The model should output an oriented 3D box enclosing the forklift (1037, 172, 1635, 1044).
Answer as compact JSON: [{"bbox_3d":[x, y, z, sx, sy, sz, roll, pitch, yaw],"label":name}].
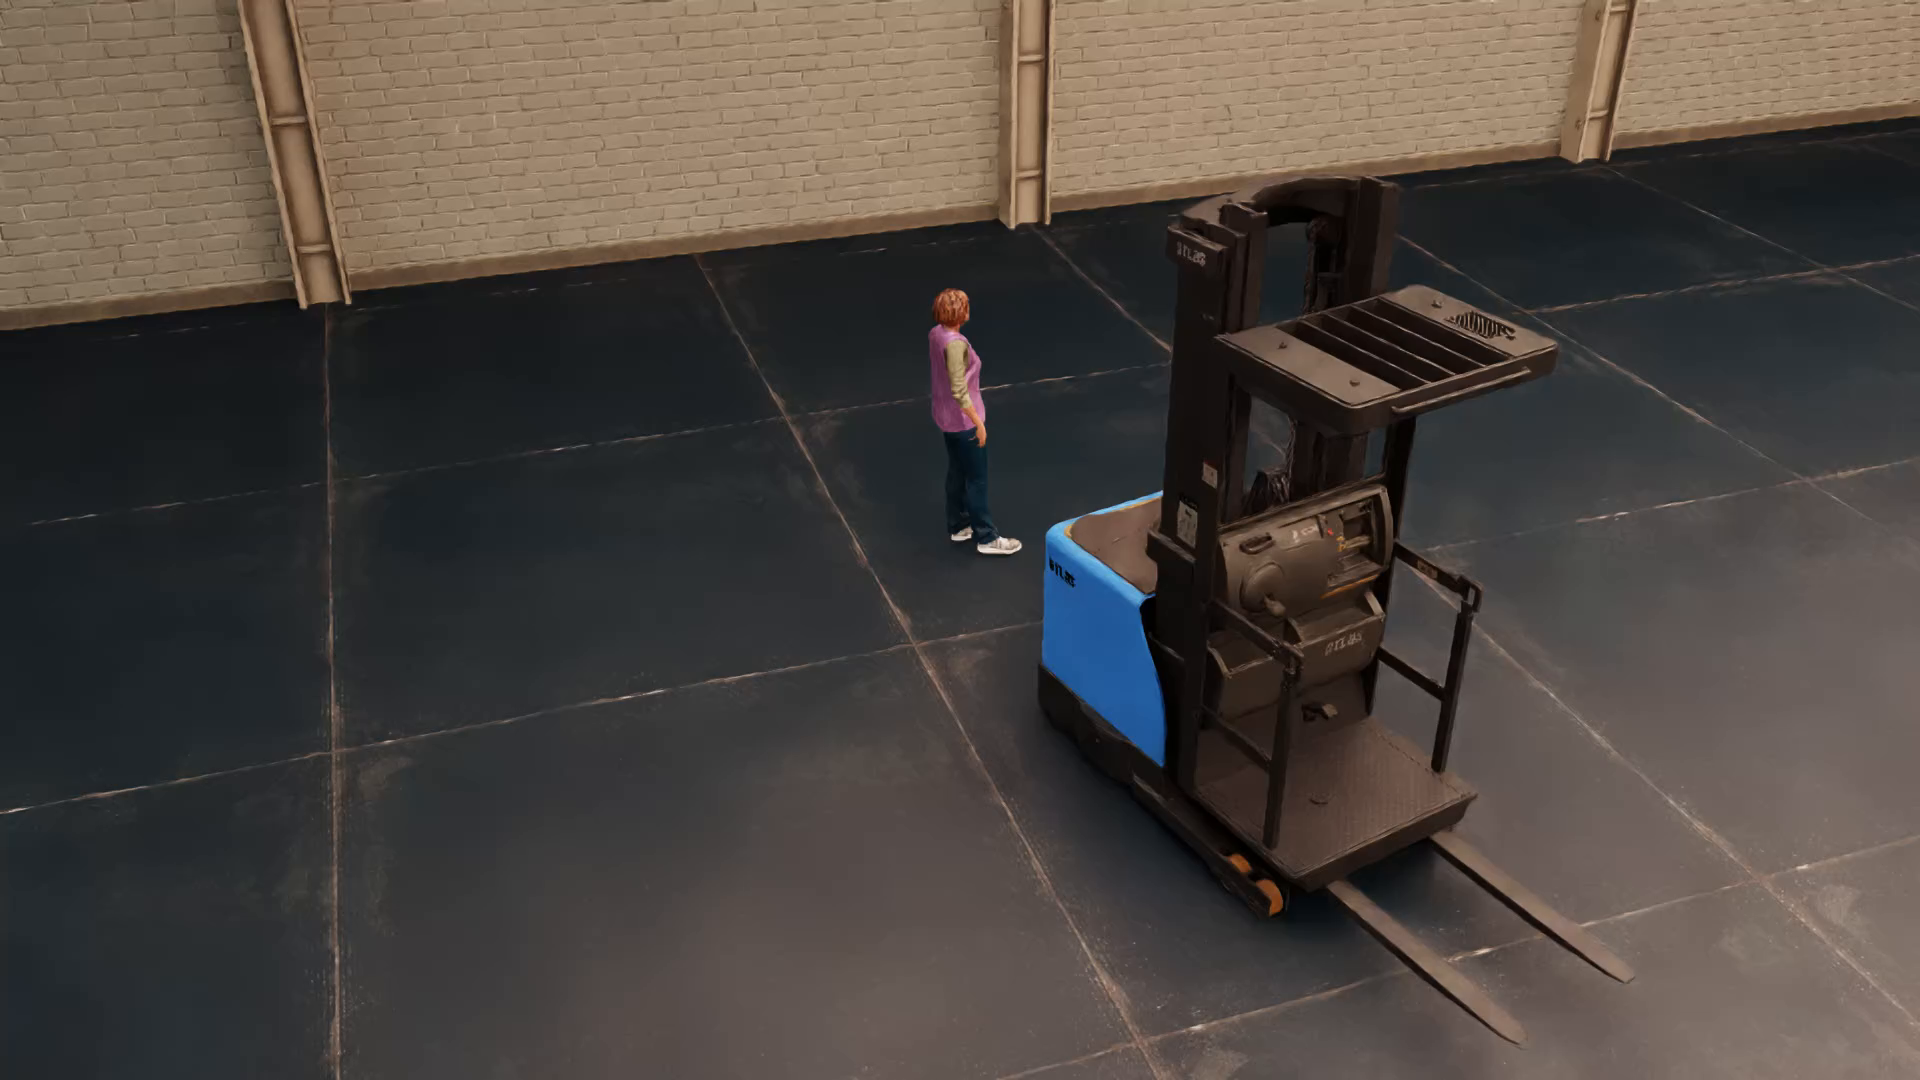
[{"bbox_3d":[1.595,0.094,6.923,1.130,2.935,3.031,-17,34,-27],"label":"forklift"}]

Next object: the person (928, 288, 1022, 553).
[{"bbox_3d":[0.075,-0.704,9.633,0.474,1.597,0.520,-10,31,-16],"label":"person"}]
